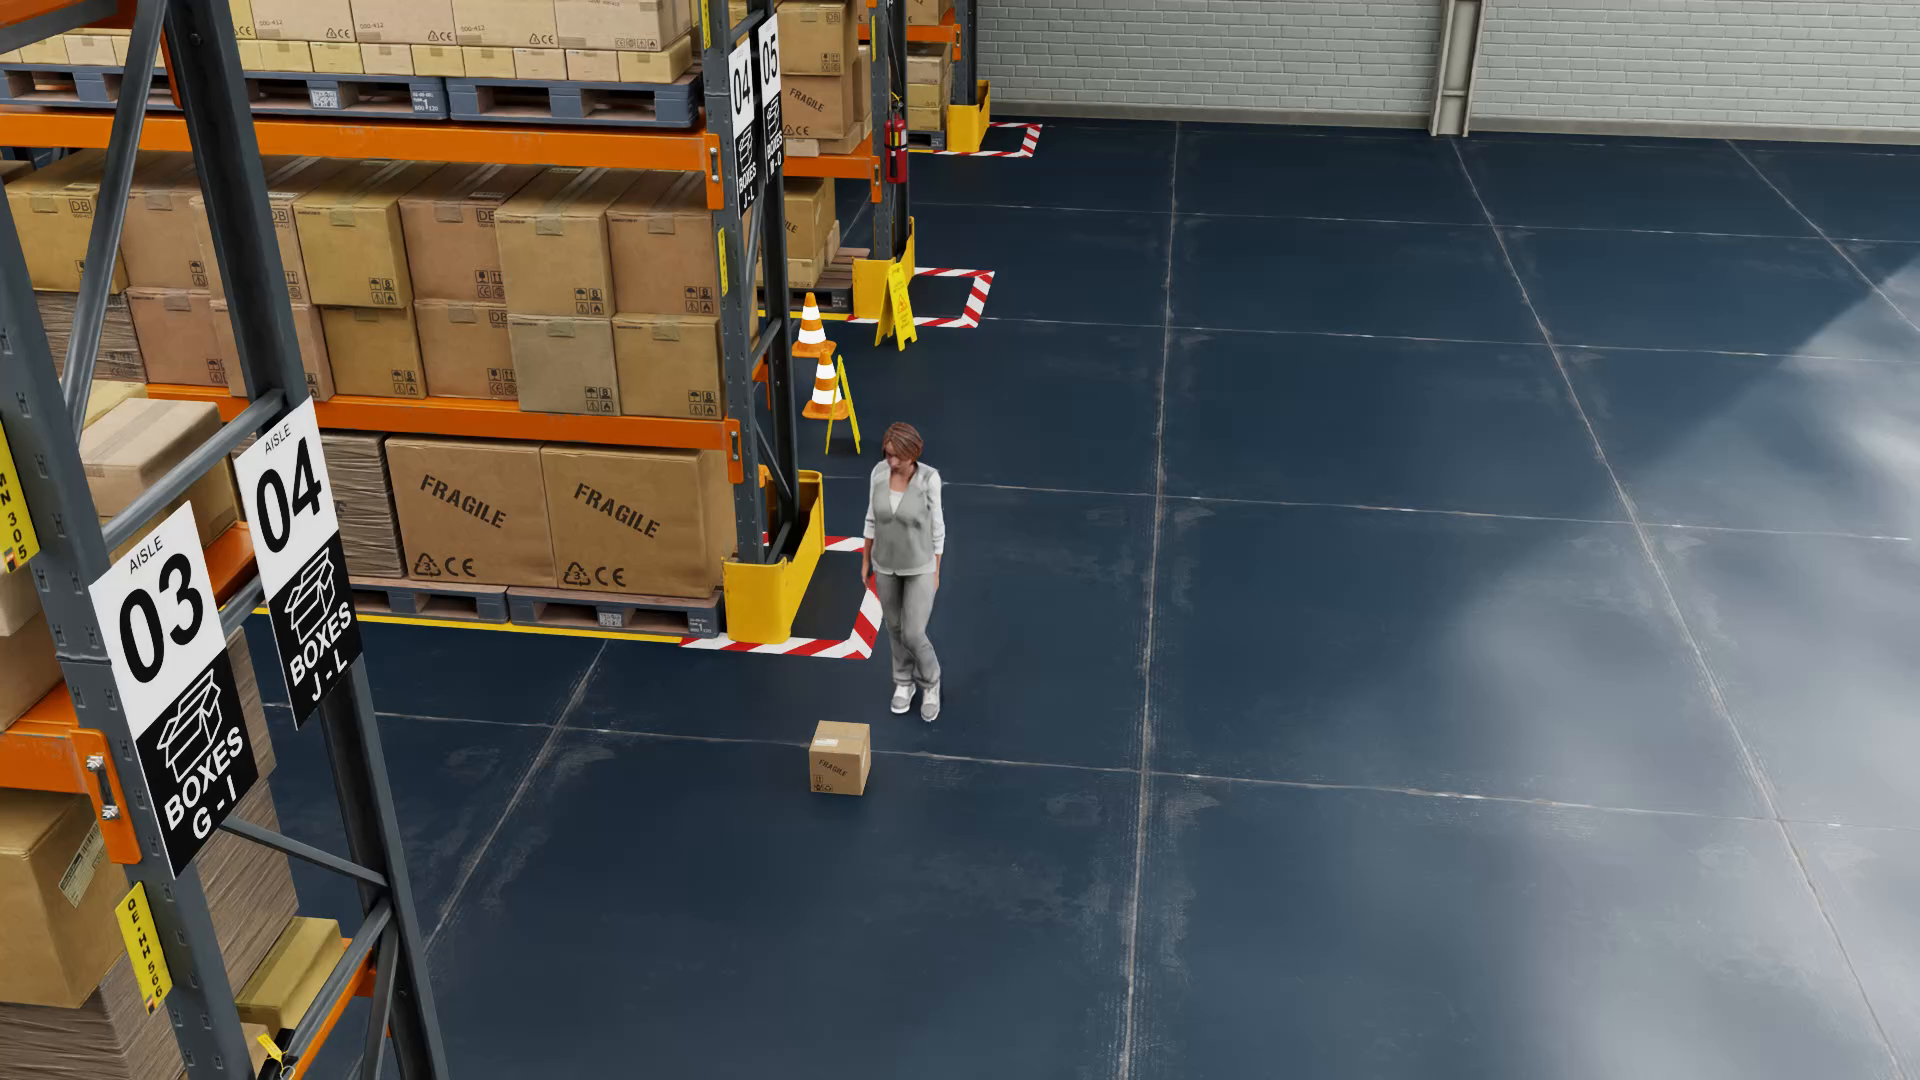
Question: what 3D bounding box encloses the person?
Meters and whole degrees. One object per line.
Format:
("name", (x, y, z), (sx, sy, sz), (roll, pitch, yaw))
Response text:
("person", (-0.294, 0.160, 8.341), (0.423, 1.611, 0.372), (12, 31, 20))
